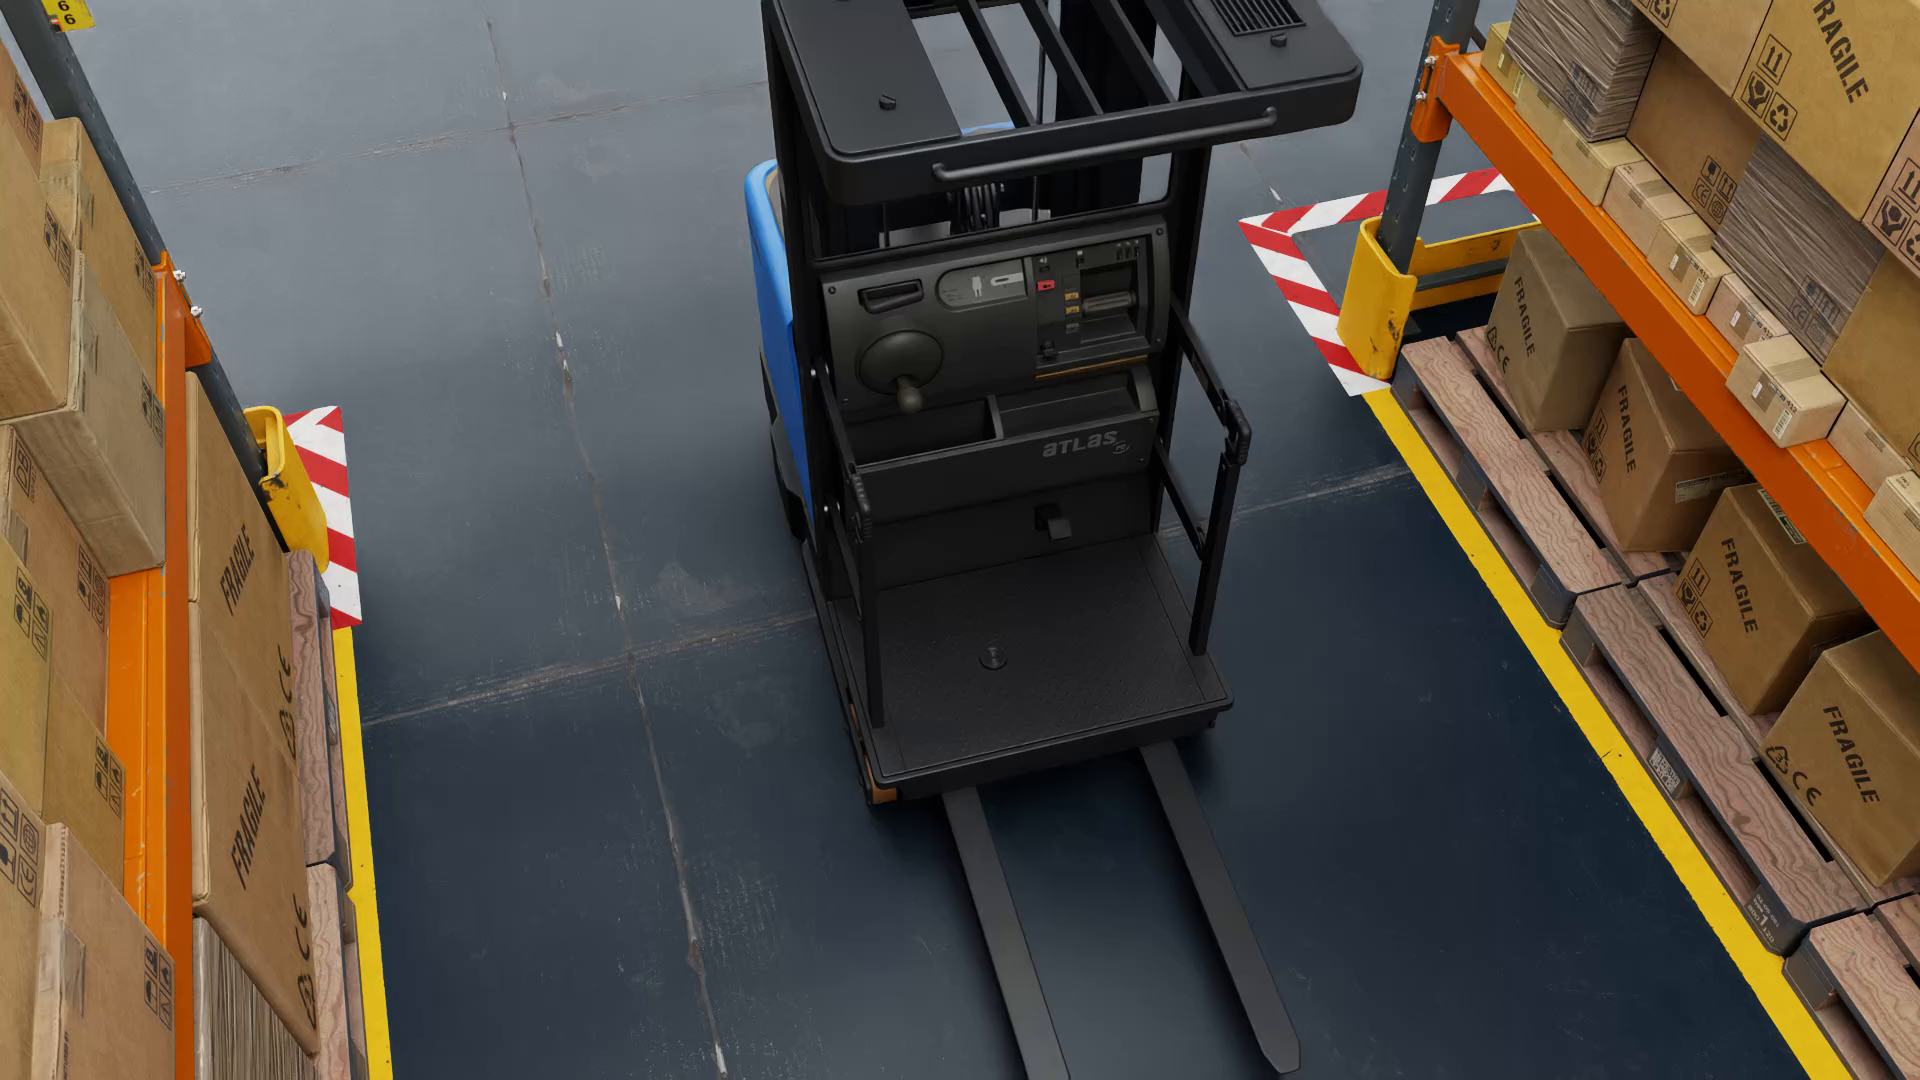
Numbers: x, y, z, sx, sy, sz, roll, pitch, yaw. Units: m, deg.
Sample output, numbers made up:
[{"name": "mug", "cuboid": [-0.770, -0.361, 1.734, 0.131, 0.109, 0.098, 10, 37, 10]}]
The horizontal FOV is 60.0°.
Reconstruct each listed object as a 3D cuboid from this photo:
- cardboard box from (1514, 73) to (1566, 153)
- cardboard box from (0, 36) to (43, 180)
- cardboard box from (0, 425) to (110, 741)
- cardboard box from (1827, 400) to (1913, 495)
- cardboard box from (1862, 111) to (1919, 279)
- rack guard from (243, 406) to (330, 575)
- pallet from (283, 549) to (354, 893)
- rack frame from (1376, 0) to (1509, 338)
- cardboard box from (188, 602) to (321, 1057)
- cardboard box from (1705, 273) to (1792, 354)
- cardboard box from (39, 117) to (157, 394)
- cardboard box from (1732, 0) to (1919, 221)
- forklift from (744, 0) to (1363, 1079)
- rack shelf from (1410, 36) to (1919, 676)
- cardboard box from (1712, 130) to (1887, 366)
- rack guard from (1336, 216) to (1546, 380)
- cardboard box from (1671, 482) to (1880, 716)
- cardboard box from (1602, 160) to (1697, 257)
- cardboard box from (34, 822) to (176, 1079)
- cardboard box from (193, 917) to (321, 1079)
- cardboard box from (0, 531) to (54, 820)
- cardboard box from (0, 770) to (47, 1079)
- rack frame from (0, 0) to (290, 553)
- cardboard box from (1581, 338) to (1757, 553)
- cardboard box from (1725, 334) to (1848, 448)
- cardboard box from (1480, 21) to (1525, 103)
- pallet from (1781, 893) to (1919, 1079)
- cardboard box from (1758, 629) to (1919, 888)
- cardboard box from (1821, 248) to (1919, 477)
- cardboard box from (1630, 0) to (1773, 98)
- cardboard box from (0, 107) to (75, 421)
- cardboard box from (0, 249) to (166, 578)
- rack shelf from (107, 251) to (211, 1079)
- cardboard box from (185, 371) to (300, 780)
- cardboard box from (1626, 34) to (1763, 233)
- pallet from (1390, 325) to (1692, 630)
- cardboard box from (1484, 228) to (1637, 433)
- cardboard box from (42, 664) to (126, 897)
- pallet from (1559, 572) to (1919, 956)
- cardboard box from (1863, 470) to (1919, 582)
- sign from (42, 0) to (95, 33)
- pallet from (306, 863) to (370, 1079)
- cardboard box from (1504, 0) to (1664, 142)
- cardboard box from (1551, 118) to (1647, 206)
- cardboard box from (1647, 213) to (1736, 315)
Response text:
[{"name": "cardboard box", "cuboid": [1.939, -1.340, 5.082, 0.380, 0.149, 0.250, -13, 51, -11]}, {"name": "cardboard box", "cuboid": [-2.668, -0.939, 3.776, 0.875, 0.550, 0.550, -13, 51, -11]}, {"name": "cardboard box", "cuboid": [-2.359, 0.224, 3.501, 0.875, 0.550, 0.550, -13, 51, -11]}, {"name": "cardboard box", "cuboid": [2.435, -0.257, 4.169, 0.380, 0.149, 0.250, -13, 51, -11]}, {"name": "cardboard box", "cuboid": [2.373, -0.762, 3.517, 0.500, 0.500, 0.500, -13, 51, -11]}, {"name": "rack guard", "cuboid": [-2.748, -0.035, 5.452, 1.175, 0.500, 0.348, -13, 51, -11]}, {"name": "pallet", "cuboid": [-2.430, 0.642, 5.071, 1.003, 0.211, 1.213, -13, 51, -11]}, {"name": "rack frame", "cuboid": [2.027, -1.870, 5.365, 1.000, 3.000, 0.127, -13, 51, -11]}, {"name": "cardboard box", "cuboid": [-2.215, 0.849, 4.187, 0.875, 0.875, 0.875, -14, 51, -12]}, {"name": "cardboard box", "cuboid": [2.260, -0.616, 4.472, 0.380, 0.149, 0.250, -13, 51, -11]}, {"name": "cardboard box", "cuboid": [-2.588, -0.610, 4.205, 0.875, 0.550, 0.550, -13, 51, -11]}, {"name": "cardboard box", "cuboid": [2.220, -1.126, 3.823, 0.500, 0.500, 0.500, -13, 51, -11]}, {"name": "forklift", "cuboid": [0.164, -0.482, 4.240, 1.130, 2.935, 3.031, -12, 51, -10]}, {"name": "rack shelf", "cuboid": [2.619, -0.178, 4.409, 1.077, 0.370, 4.000, -13, 51, -11]}, {"name": "cardboard box", "cuboid": [2.533, -0.878, 4.268, 0.875, 0.500, 0.500, -13, 51, -11]}, {"name": "rack guard", "cuboid": [2.050, -1.009, 6.274, 1.175, 0.500, 0.348, -13, 51, -11]}, {"name": "cardboard box", "cuboid": [2.572, 0.150, 5.022, 0.500, 0.500, 0.500, -9, 50, -8]}, {"name": "cardboard box", "cuboid": [2.093, -0.977, 4.776, 0.380, 0.149, 0.250, -13, 51, -11]}, {"name": "cardboard box", "cuboid": [-1.910, 0.966, 2.876, 0.875, 0.550, 0.550, -13, 51, -11]}, {"name": "cardboard box", "cuboid": [-1.947, 1.515, 3.626, 0.875, 0.875, 0.875, -13, 51, -11]}, {"name": "cardboard box", "cuboid": [-2.101, 0.239, 2.782, 0.875, 0.550, 0.500, -13, 51, -11]}, {"name": "cardboard box", "cuboid": [-1.936, 0.624, 2.458, 0.875, 0.550, 0.550, -13, 51, -11]}, {"name": "rack frame", "cuboid": [-2.741, -0.823, 4.482, 1.000, 3.000, 0.127, -13, 51, -11]}, {"name": "cardboard box", "cuboid": [2.405, -0.311, 5.411, 0.500, 0.500, 0.500, -2, 50, -1]}, {"name": "cardboard box", "cuboid": [2.235, -0.410, 4.298, 0.380, 0.149, 0.250, -13, 51, -11]}, {"name": "cardboard box", "cuboid": [1.884, -1.527, 5.240, 0.380, 0.149, 0.250, -13, 51, -11]}, {"name": "pallet", "cuboid": [2.978, 1.467, 4.375, 1.003, 0.211, 1.213, -13, 51, -11]}, {"name": "cardboard box", "cuboid": [2.695, 0.568, 4.670, 0.500, 0.500, 0.500, -17, 52, -14]}, {"name": "cardboard box", "cuboid": [2.669, -0.510, 3.958, 0.875, 0.500, 0.500, -13, 51, -11]}, {"name": "cardboard box", "cuboid": [2.071, -1.491, 4.131, 0.500, 0.500, 0.500, -13, 51, -11]}, {"name": "cardboard box", "cuboid": [-2.417, -0.559, 3.455, 0.875, 0.550, 0.550, -13, 51, -11]}, {"name": "cardboard box", "cuboid": [-2.404, -0.214, 3.870, 0.875, 0.550, 0.550, -13, 51, -11]}, {"name": "rack shelf", "cuboid": [-2.150, 0.870, 3.525, 1.077, 0.370, 4.000, -13, 51, -11]}, {"name": "cardboard box", "cuboid": [-2.477, 0.207, 4.729, 0.875, 0.875, 0.875, -13, 51, -11]}, {"name": "cardboard box", "cuboid": [2.426, -1.253, 4.584, 0.875, 0.500, 0.500, -13, 51, -11]}, {"name": "pallet", "cuboid": [2.256, -0.315, 5.877, 1.003, 0.211, 1.213, -13, 51, -11]}, {"name": "cardboard box", "cuboid": [2.196, -0.740, 5.772, 0.500, 0.500, 0.500, -5, 50, -4]}, {"name": "cardboard box", "cuboid": [-2.163, 0.602, 3.183, 0.875, 0.550, 0.500, -13, 51, -11]}, {"name": "pallet", "cuboid": [2.613, 0.575, 5.127, 1.003, 0.211, 1.213, -13, 51, -11]}, {"name": "cardboard box", "cuboid": [2.436, -0.057, 4.001, 0.380, 0.149, 0.250, -13, 51, -11]}, {"name": "sign", "cuboid": [-2.219, -1.385, 4.043, 0.100, 0.325, 0.005, -13, 51, -11]}, {"name": "pallet", "cuboid": [-2.073, 1.532, 4.321, 1.003, 0.211, 1.213, -13, 51, -11]}, {"name": "cardboard box", "cuboid": [2.163, -1.591, 4.869, 0.875, 0.500, 0.500, -13, 51, -11]}, {"name": "cardboard box", "cuboid": [1.999, -1.154, 4.926, 0.380, 0.149, 0.250, -13, 51, -11]}, {"name": "cardboard box", "cuboid": [2.160, -0.792, 4.620, 0.380, 0.149, 0.250, -13, 51, -11]}]
